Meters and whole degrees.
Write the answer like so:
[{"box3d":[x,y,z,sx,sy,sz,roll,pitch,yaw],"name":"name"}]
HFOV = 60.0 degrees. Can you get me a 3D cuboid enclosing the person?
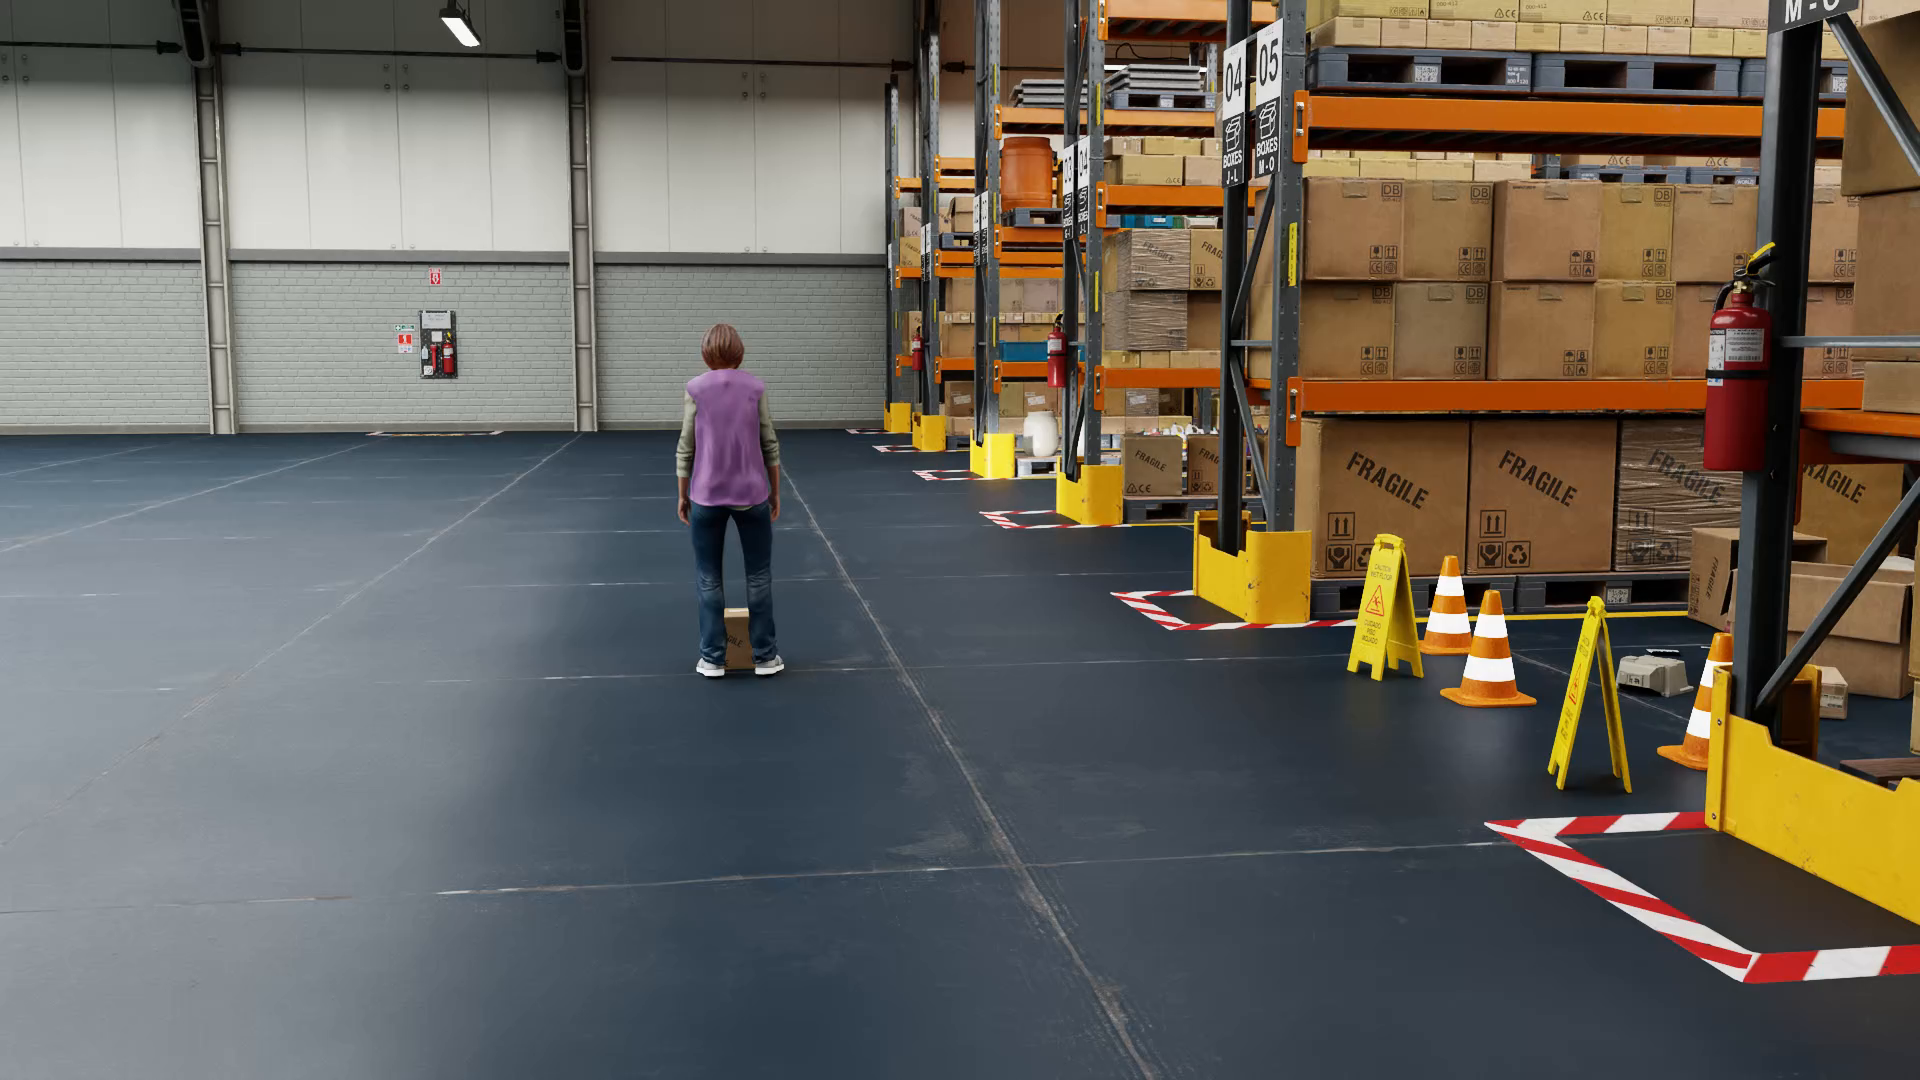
[{"box3d":[-1.039,-0.174,7.513,0.473,1.592,0.349,-1,7,-10],"name":"person"}]
